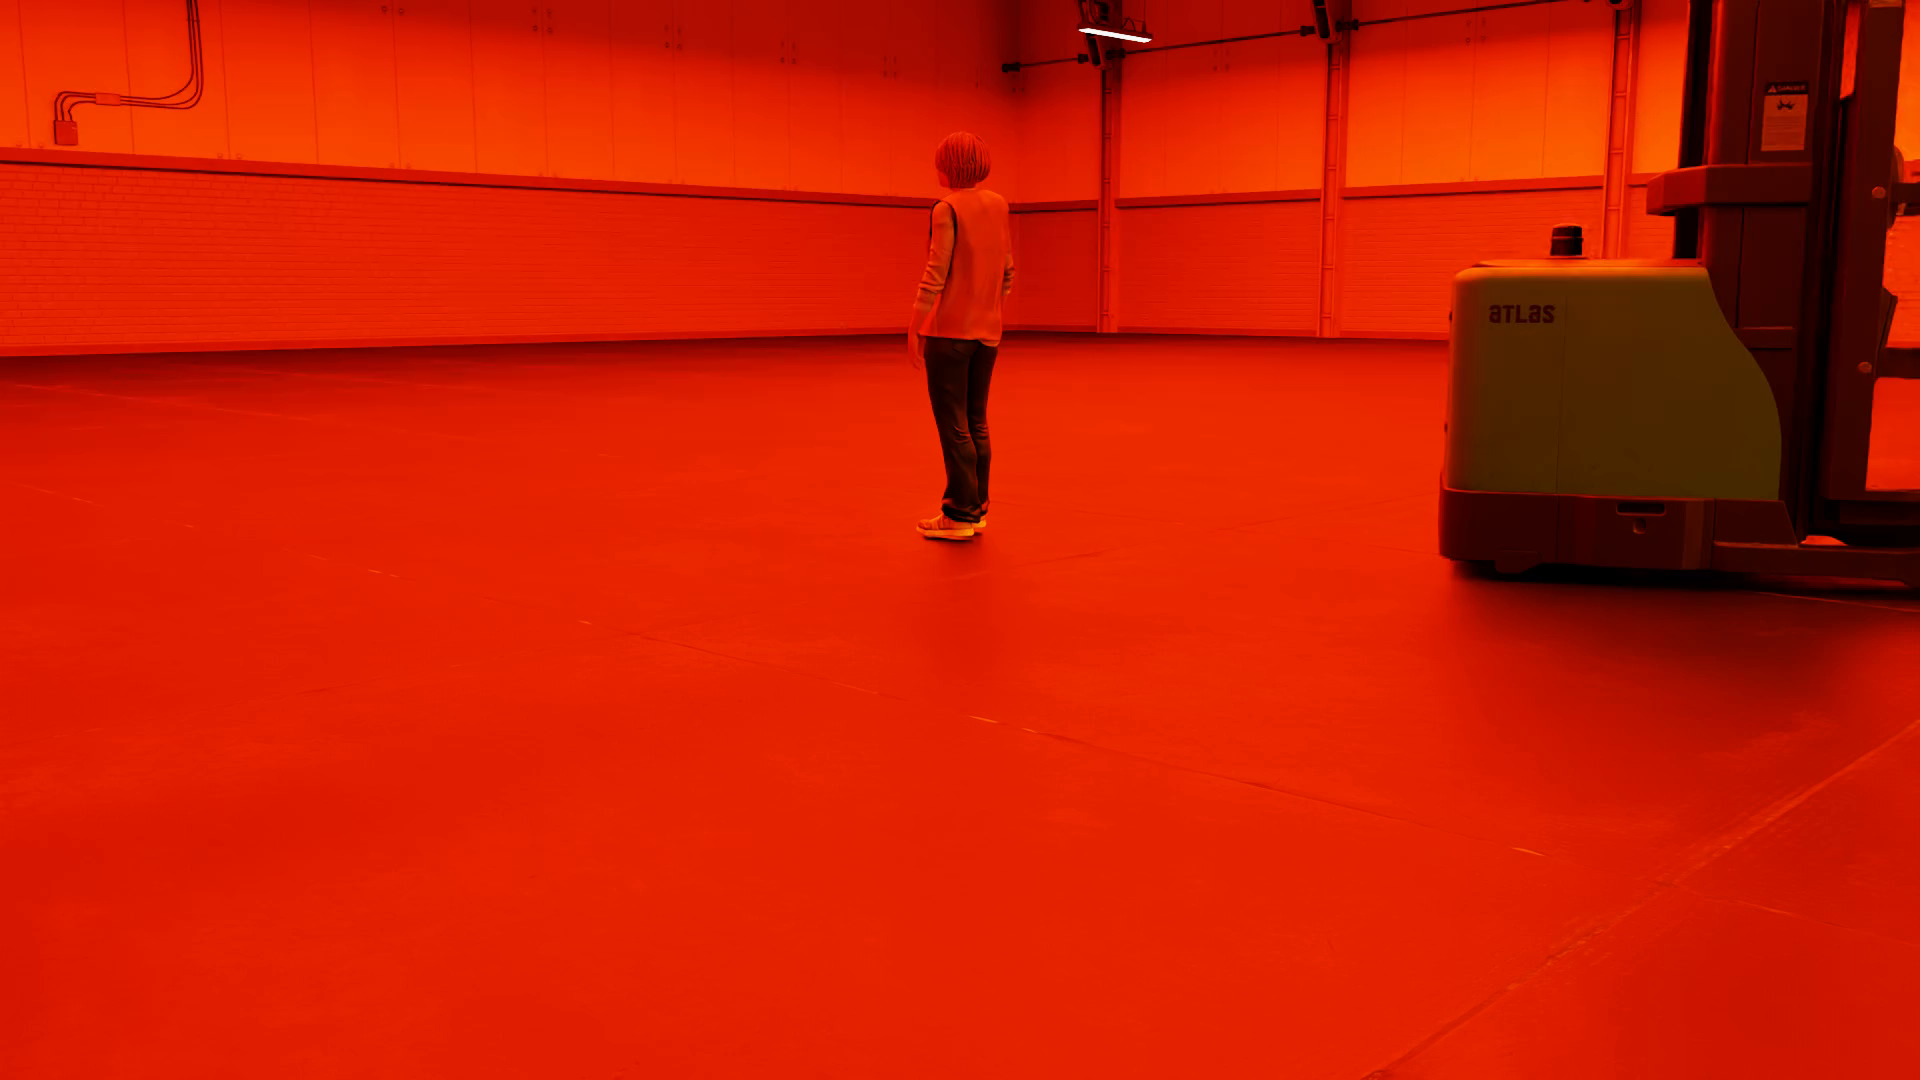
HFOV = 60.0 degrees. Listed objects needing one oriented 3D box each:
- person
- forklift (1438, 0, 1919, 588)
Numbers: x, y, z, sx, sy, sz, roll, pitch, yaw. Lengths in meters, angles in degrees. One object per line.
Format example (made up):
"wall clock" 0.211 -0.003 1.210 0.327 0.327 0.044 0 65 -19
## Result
"person" -0.044 -0.807 6.659 0.473 1.599 0.520 8 12 43
"forklift" 3.274 -1.327 5.685 3.031 2.935 1.130 2 9 15
